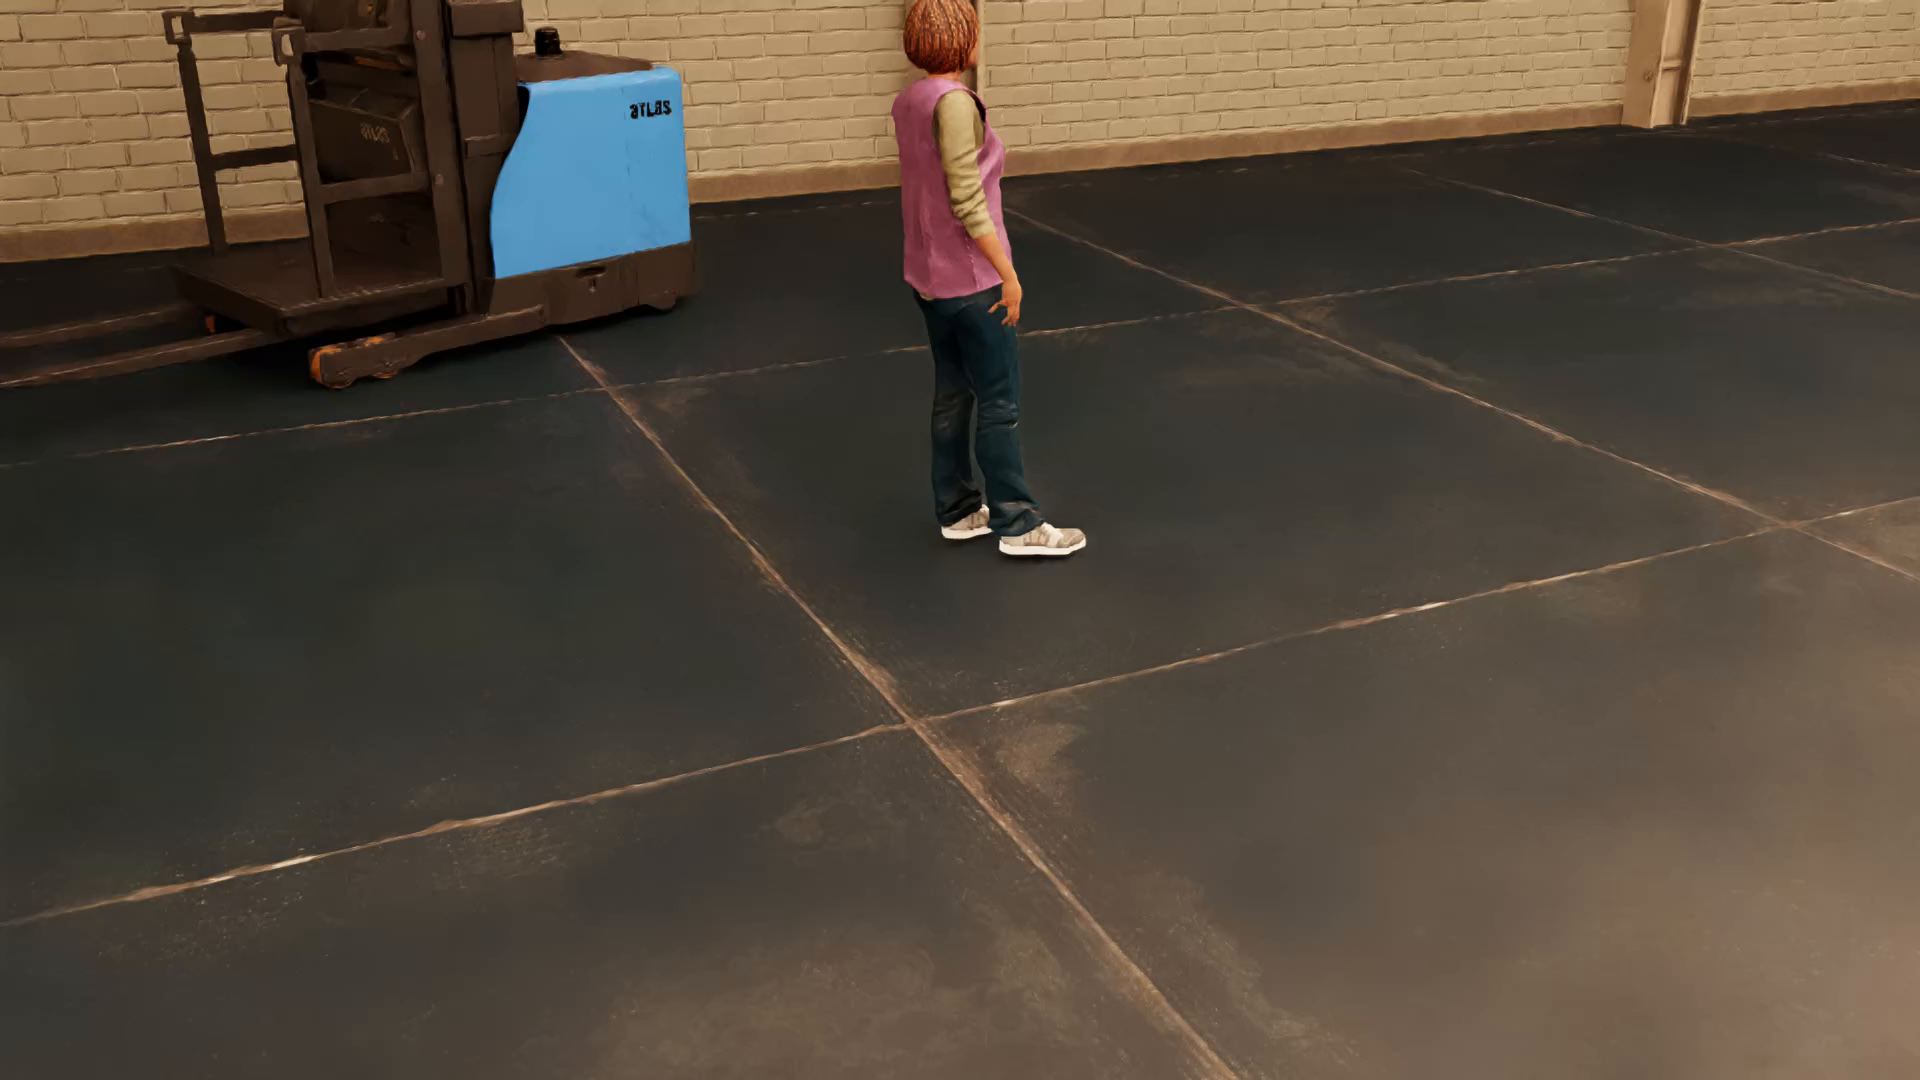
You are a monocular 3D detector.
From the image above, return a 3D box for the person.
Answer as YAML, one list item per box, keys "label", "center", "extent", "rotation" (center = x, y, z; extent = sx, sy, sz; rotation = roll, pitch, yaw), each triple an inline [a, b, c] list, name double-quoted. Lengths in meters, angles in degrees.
- label: "person"
  center: [0.073, -0.751, 4.815]
  extent: [0.474, 1.597, 0.520]
  rotation: [-10, 25, -23]

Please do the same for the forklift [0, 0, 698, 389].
- label: "forklift"
  center: [-2.610, -2.168, 6.505]
  extent: [1.130, 2.935, 3.031]
  rotation: [21, 30, 41]
